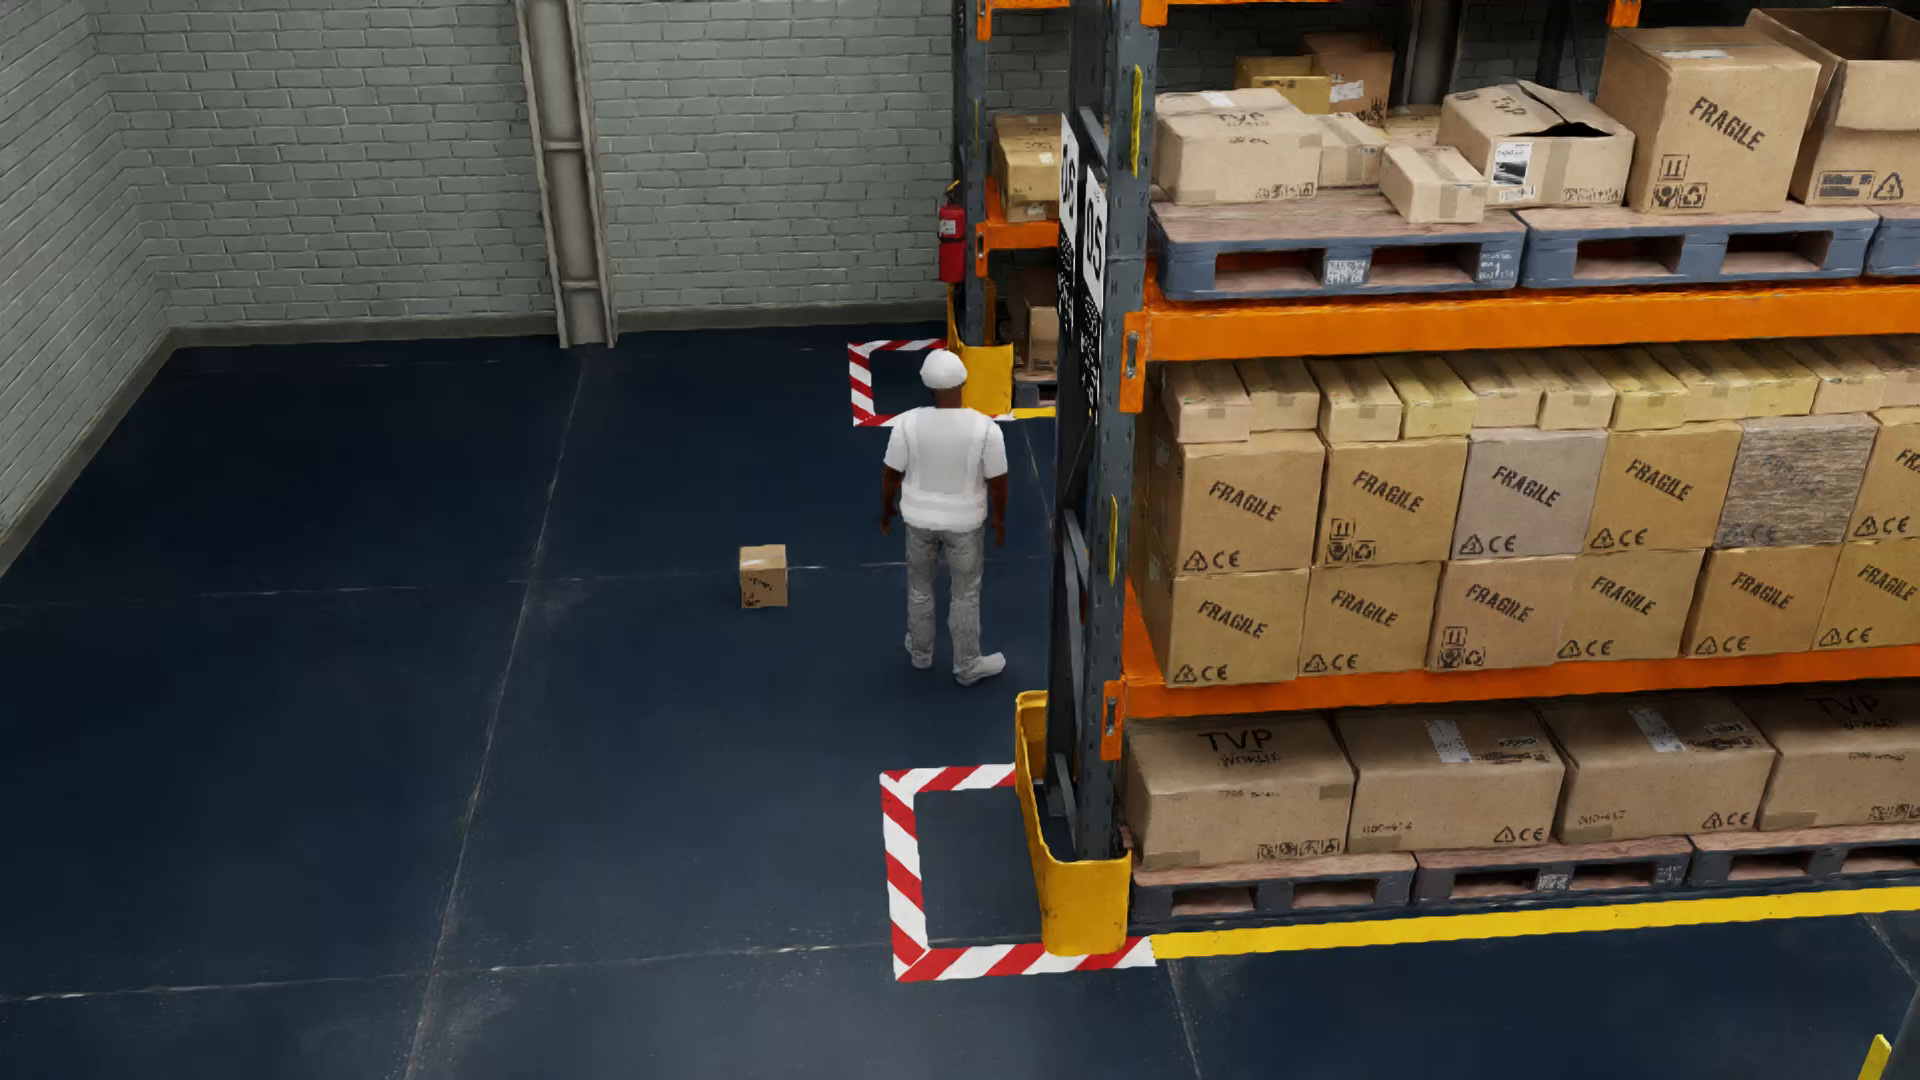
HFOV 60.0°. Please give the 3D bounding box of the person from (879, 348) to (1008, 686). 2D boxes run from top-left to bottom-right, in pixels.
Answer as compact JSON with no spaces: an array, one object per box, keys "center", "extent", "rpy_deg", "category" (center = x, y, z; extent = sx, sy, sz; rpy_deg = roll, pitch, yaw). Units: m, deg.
[{"center":[-0.080,-0.125,8.168],"extent":[0.640,1.768,0.413],"rpy_deg":[5,31,8],"category":"person"}]
